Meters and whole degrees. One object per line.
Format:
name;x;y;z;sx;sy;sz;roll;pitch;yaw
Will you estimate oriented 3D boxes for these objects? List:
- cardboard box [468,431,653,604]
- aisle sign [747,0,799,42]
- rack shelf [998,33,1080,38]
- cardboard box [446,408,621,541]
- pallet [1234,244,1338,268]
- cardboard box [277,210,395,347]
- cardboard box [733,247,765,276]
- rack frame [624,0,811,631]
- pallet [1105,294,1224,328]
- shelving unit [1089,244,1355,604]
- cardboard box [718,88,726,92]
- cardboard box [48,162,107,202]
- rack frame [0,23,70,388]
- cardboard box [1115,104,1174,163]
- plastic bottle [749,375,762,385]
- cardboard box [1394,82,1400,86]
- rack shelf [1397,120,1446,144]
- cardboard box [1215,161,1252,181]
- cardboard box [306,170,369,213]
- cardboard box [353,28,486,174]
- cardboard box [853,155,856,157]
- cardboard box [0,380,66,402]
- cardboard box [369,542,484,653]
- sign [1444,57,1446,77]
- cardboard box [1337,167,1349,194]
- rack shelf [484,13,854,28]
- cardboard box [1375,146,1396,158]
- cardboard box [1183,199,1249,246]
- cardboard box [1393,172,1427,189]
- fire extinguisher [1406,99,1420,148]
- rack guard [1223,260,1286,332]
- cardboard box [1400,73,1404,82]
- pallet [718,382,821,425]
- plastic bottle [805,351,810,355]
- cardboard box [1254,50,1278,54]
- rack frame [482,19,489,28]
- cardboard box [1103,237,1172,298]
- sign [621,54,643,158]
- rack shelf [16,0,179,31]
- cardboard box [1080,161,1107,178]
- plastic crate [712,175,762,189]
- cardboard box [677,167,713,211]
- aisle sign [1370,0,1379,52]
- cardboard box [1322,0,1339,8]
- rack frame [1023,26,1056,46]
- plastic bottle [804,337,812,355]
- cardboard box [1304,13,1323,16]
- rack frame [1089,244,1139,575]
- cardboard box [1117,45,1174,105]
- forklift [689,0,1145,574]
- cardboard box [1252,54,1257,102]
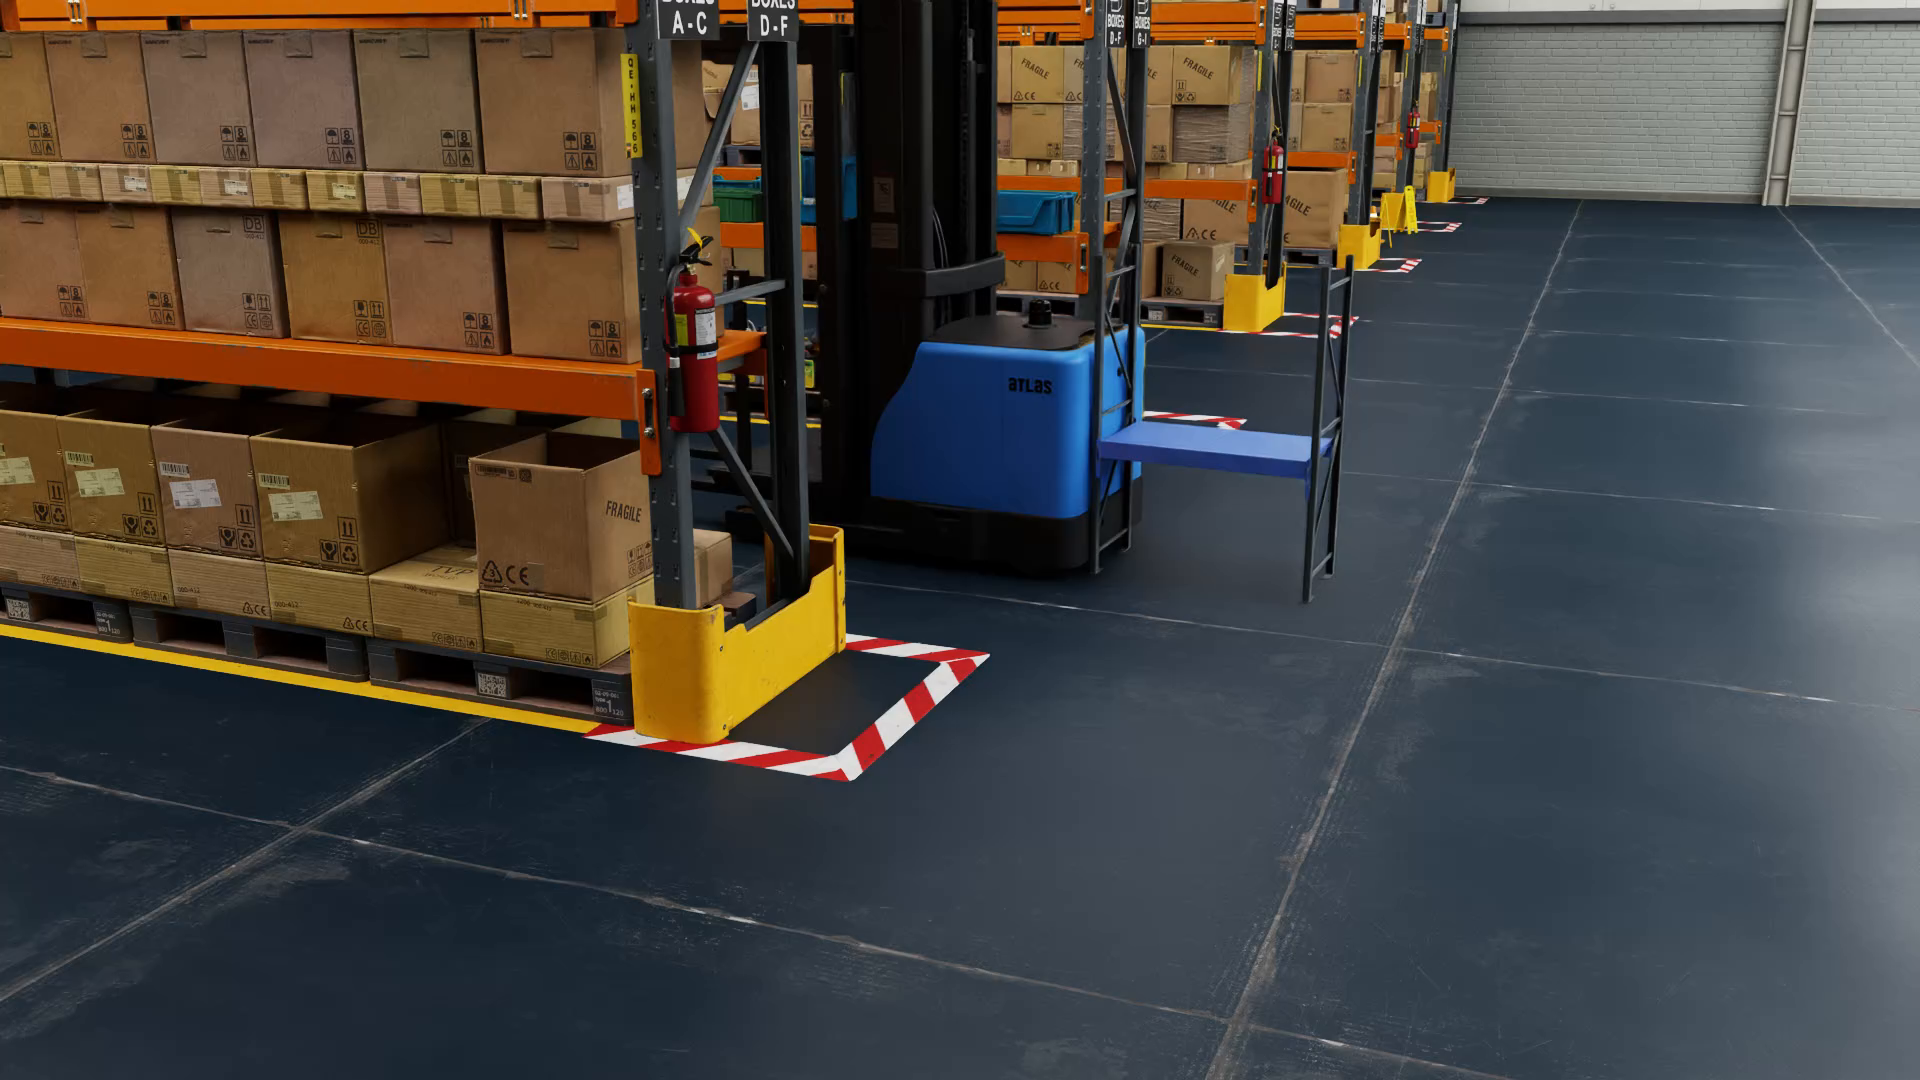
cardboard box;-1.459;-0.096;6.214;0.500;0.500;0.500;6;17;21
aisle sign;-0.678;-2.198;5.958;0.004;0.787;0.394;6;17;21
rack shelf;0.842;-7.725;25.569;4.000;0.370;1.077;6;17;21
cardboard box;-1.734;-0.282;6.853;0.500;0.500;0.500;6;17;21
pallet;3.929;-3.444;19.915;1.213;0.211;1.003;6;17;21
cardboard box;-2.231;-1.081;6.593;0.500;0.500;0.700;6;17;21
cardboard box;-1.934;-2.988;17.036;0.500;0.500;0.700;6;17;20
rack frame;-0.851;-0.877;6.070;0.127;3.000;1.000;6;17;21
pallet;1.974;-2.207;15.652;1.213;0.211;1.003;6;17;21
shelving unit;1.191;-0.558;7.661;1.048;1.500;0.538;7;18;24
cardboard box;-3.104;-6.005;22.364;0.250;0.149;0.380;6;17;21
cardboard box;-3.442;-1.464;6.749;0.250;0.149;0.380;6;17;19
rack frame;-4.572;-1.286;7.480;0.127;3.000;1.000;6;17;21
cardboard box;1.777;-3.720;15.151;0.500;0.500;0.875;6;17;21
plastic bottle;-1.408;-1.238;11.275;0.185;0.351;0.144;7;18;23
cardboard box;7.348;-7.687;28.185;0.250;0.149;0.380;7;17;22
rack shelf;6.381;-7.163;29.013;4.000;0.370;1.077;6;17;21
cardboard box;2.446;-3.301;14.870;0.250;0.149;0.380;6;17;21
cardboard box;-2.236;-1.332;6.294;0.250;0.149;0.380;7;18;22
cardboard box;-1.821;-1.657;6.251;0.500;0.500;0.700;6;17;19
cardboard box;-0.844;-3.635;16.019;0.250;0.149;0.380;6;17;21
cardboard box;-4.256;-0.399;7.257;0.500;0.500;0.500;6;17;21
cardboard box;-1.928;0.215;6.486;0.500;0.250;0.500;6;17;21
sign;8.029;-7.835;27.534;0.005;0.325;0.100;6;17;21
cardboard box;5.582;-5.272;24.042;0.500;0.500;0.500;6;17;21
rack shelf;-2.794;-5.155;16.715;4.000;0.370;1.077;6;17;21
cardboard box;7.221;-6.682;28.452;0.500;0.250;0.500;7;17;22
cardboard box;3.227;-4.045;20.040;0.875;0.875;0.875;6;17;20
cardboard box;7.688;-6.151;28.416;0.500;0.250;0.500;6;17;21
fire extinguisher;6.361;-5.848;23.331;0.183;0.674;0.296;6;17;21
rack guard;2.717;-2.253;15.294;0.348;0.500;1.175;6;17;21
cardboard box;7.590;-7.806;28.059;0.250;0.149;0.380;6;17;21
pallet;-1.003;-1.028;11.590;1.213;0.211;1.003;6;17;21
plastic bottle;-1.085;-1.203;11.276;0.133;0.283;0.061;6;17;21
cardboard box;4.475;-6.849;24.135;0.500;0.500;0.700;6;17;20
rack frame;-4.655;-4.264;17.738;0.127;3.000;1.000;6;17;21
cardboard box;1.644;-2.568;15.624;0.500;0.500;0.500;12;20;35
sign;-1.063;-1.408;5.396;0.005;0.325;0.100;6;17;21
rack shelf;-8.333;-4.280;13.700;4.000;0.370;1.077;6;17;21
cardboard box;1.278;-3.425;15.296;0.250;0.149;0.380;6;17;21
plastic crate;-1.622;-2.457;11.777;0.616;0.251;0.499;6;17;21
cardboard box;-1.137;-1.333;6.297;0.250;0.149;0.380;6;17;20
aisle sign;4.657;-5.886;18.659;0.004;0.787;0.394;6;17;21
cardboard box;5.386;-7.565;23.464;0.500;0.250;0.500;6;17;20
rack frame;0.980;-5.131;20.724;0.127;3.000;1.000;6;17;21
plastic bottle;-1.106;-1.351;11.931;0.097;0.201;0.097;0;16;0
cardboard box;5.050;-7.409;23.642;0.250;0.149;0.380;6;17;20
rack frame;0.731;-0.618;7.869;0.032;1.500;0.500;7;18;24
cardboard box;1.718;-4.159;14.868;0.500;0.500;0.500;6;17;21
forklift;-0.625;-1.505;8.356;3.031;2.935;1.130;7;18;24
cardboard box;3.354;-5.486;19.739;0.550;0.550;0.875;6;17;21
